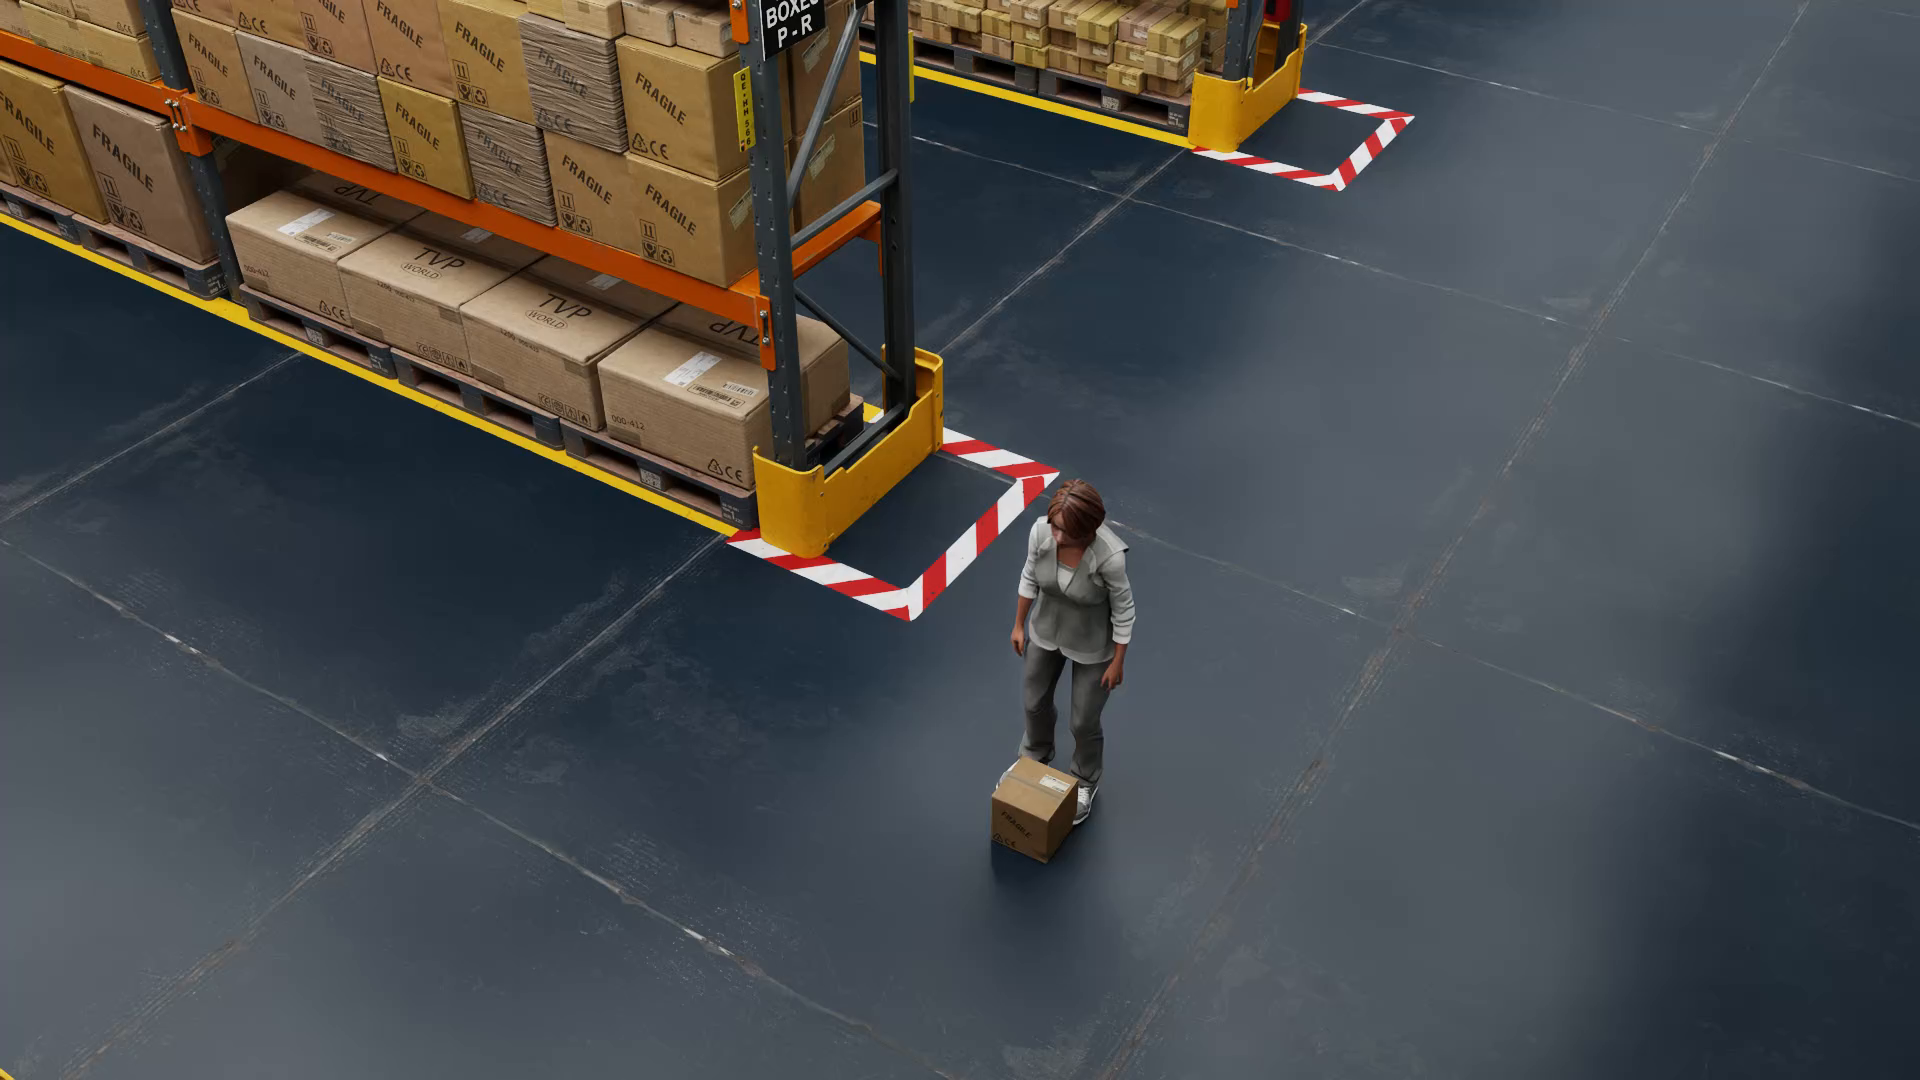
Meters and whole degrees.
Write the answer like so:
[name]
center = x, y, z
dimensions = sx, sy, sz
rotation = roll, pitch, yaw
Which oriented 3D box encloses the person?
[person]
center = 0.411, 0.395, 6.199
dimensions = 0.473, 1.593, 0.350
rotation = 21, 43, 24
